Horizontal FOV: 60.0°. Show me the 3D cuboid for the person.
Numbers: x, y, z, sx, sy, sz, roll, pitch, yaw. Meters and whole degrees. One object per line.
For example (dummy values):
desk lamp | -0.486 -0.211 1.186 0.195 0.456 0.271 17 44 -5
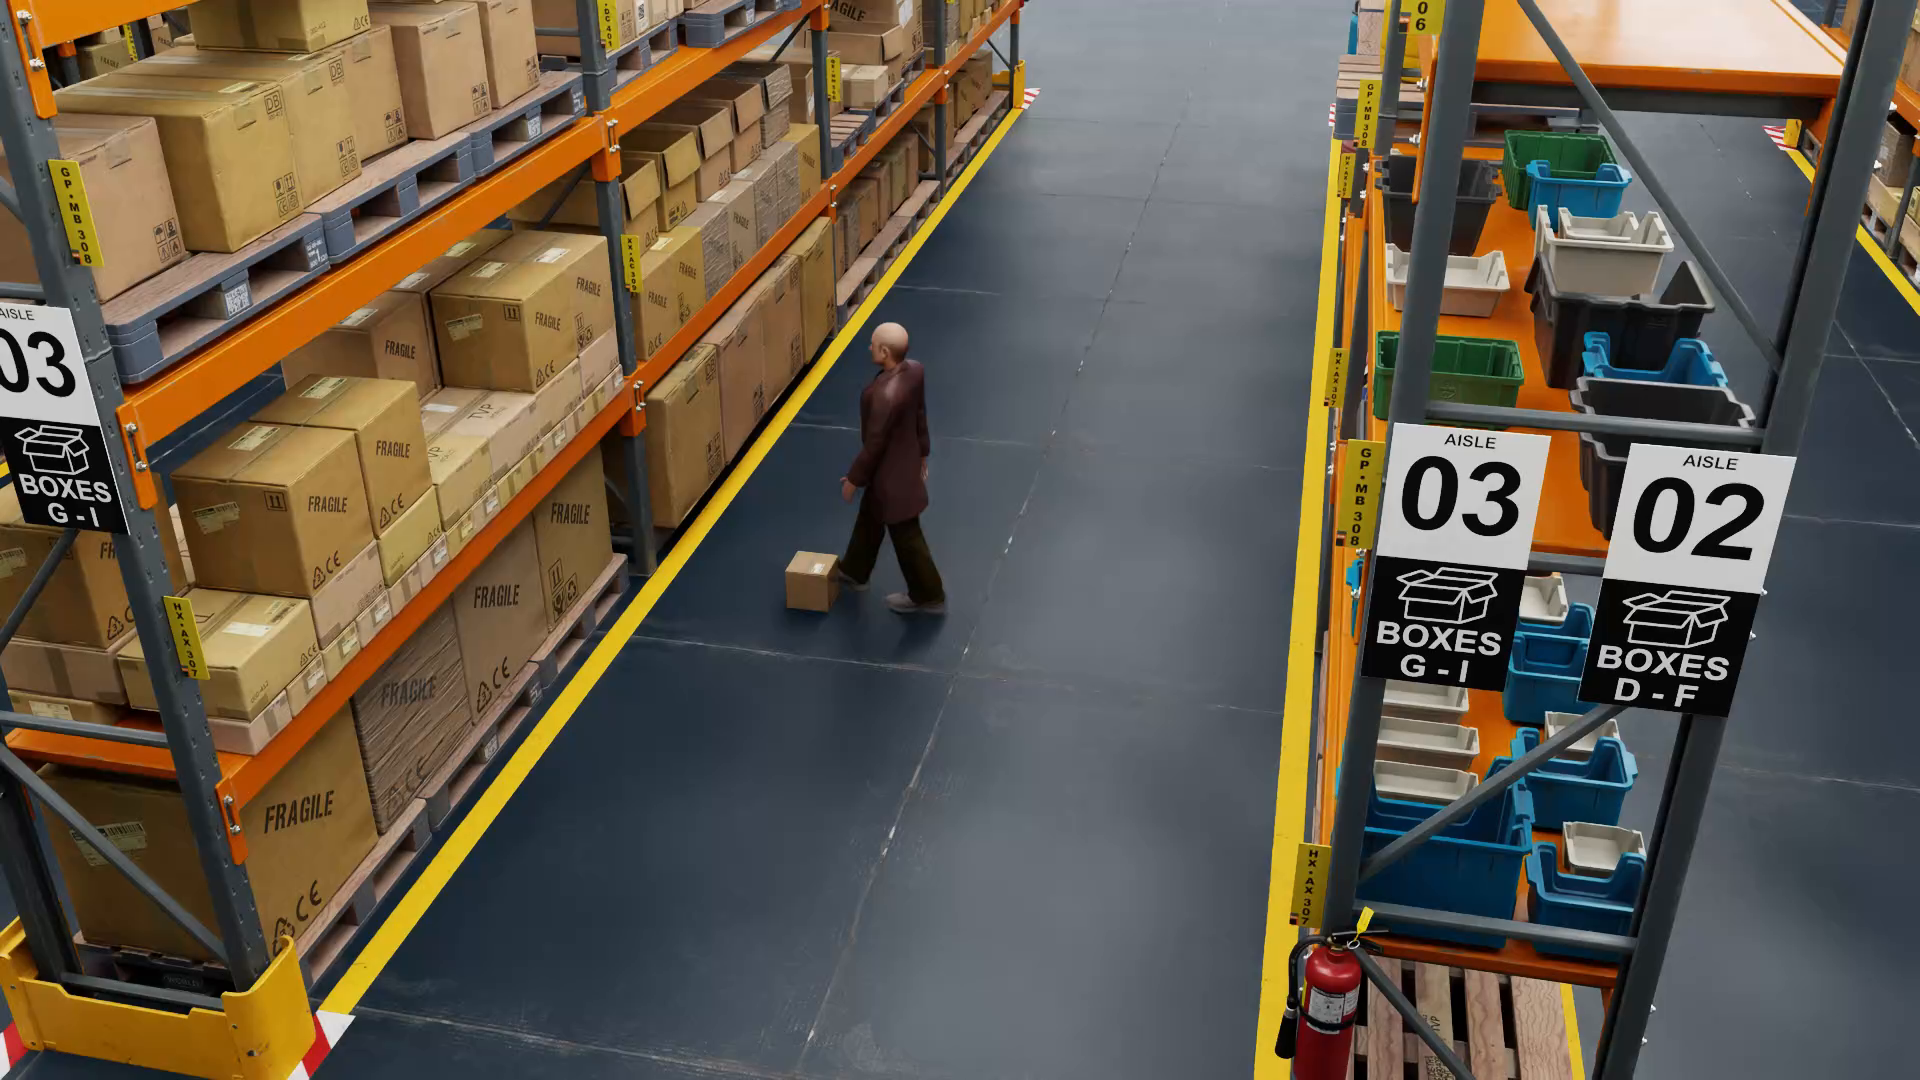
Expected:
person | -0.493 -0.399 9.347 0.858 1.764 0.597 6 29 10
